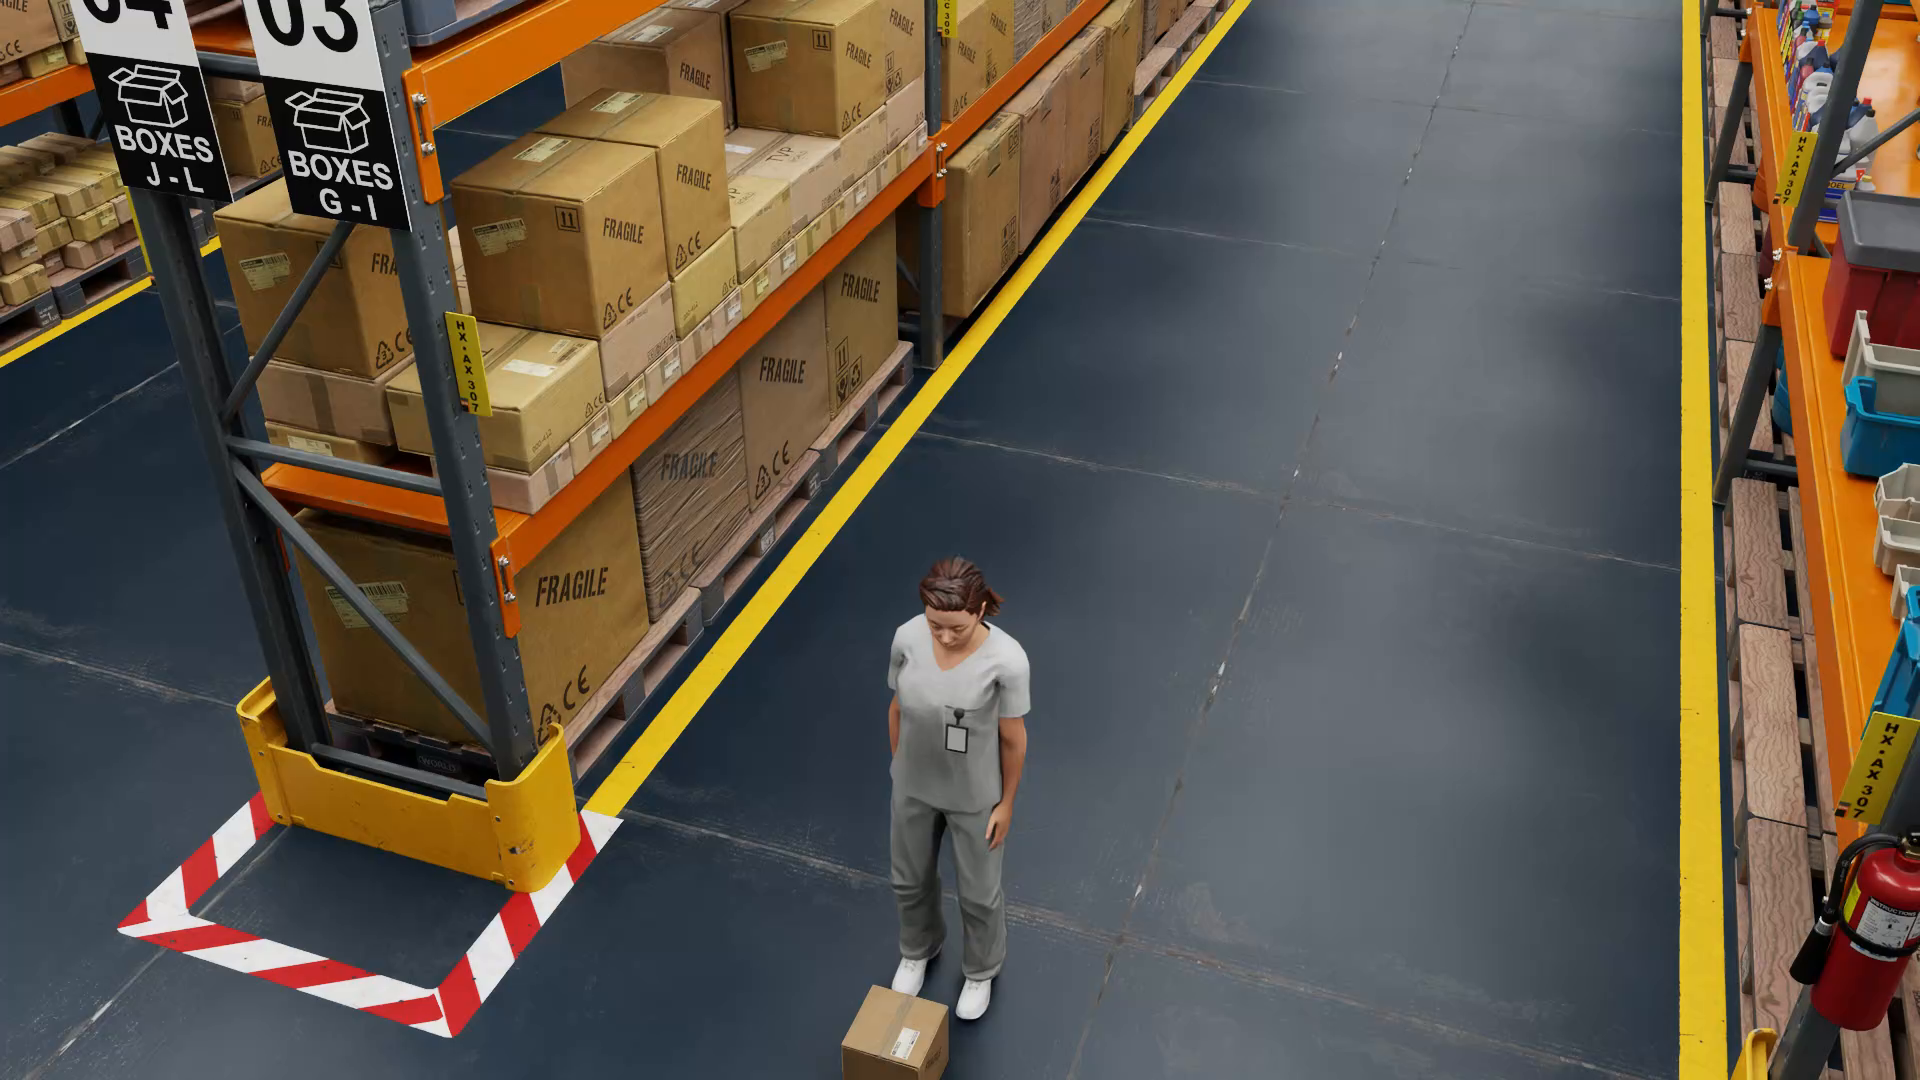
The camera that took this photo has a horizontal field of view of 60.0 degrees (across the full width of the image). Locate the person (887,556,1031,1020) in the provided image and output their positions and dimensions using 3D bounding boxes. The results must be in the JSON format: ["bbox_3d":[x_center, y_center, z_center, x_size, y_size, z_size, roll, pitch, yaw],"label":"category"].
[{"bbox_3d":[-0.010,0.743,5.026,0.443,1.672,0.367,12,35,17],"label":"person"}]
